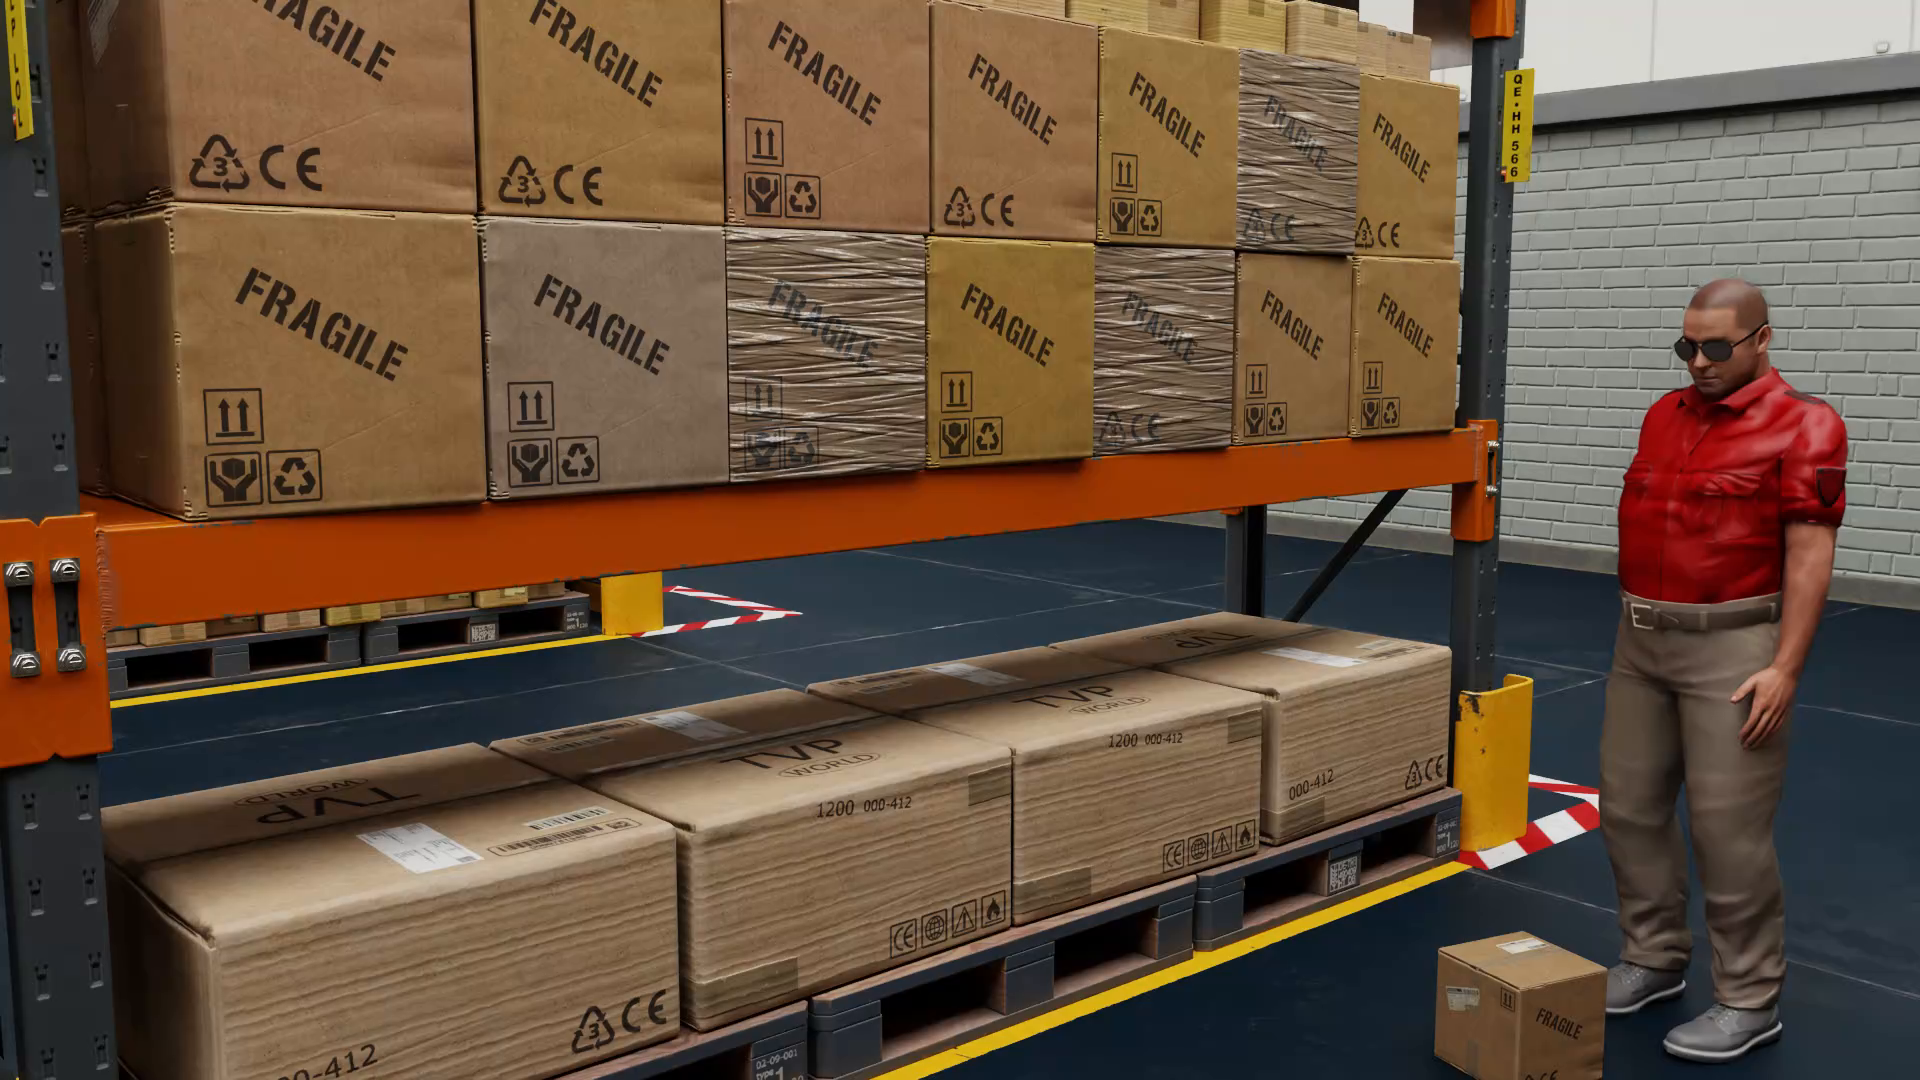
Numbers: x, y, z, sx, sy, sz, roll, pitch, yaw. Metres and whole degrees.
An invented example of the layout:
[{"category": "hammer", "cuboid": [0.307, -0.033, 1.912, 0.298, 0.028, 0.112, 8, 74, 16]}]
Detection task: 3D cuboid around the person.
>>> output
[{"category": "person", "cuboid": [1.683, 0.279, 3.743, 0.357, 1.719, 0.532, -3, 8, -24]}]
